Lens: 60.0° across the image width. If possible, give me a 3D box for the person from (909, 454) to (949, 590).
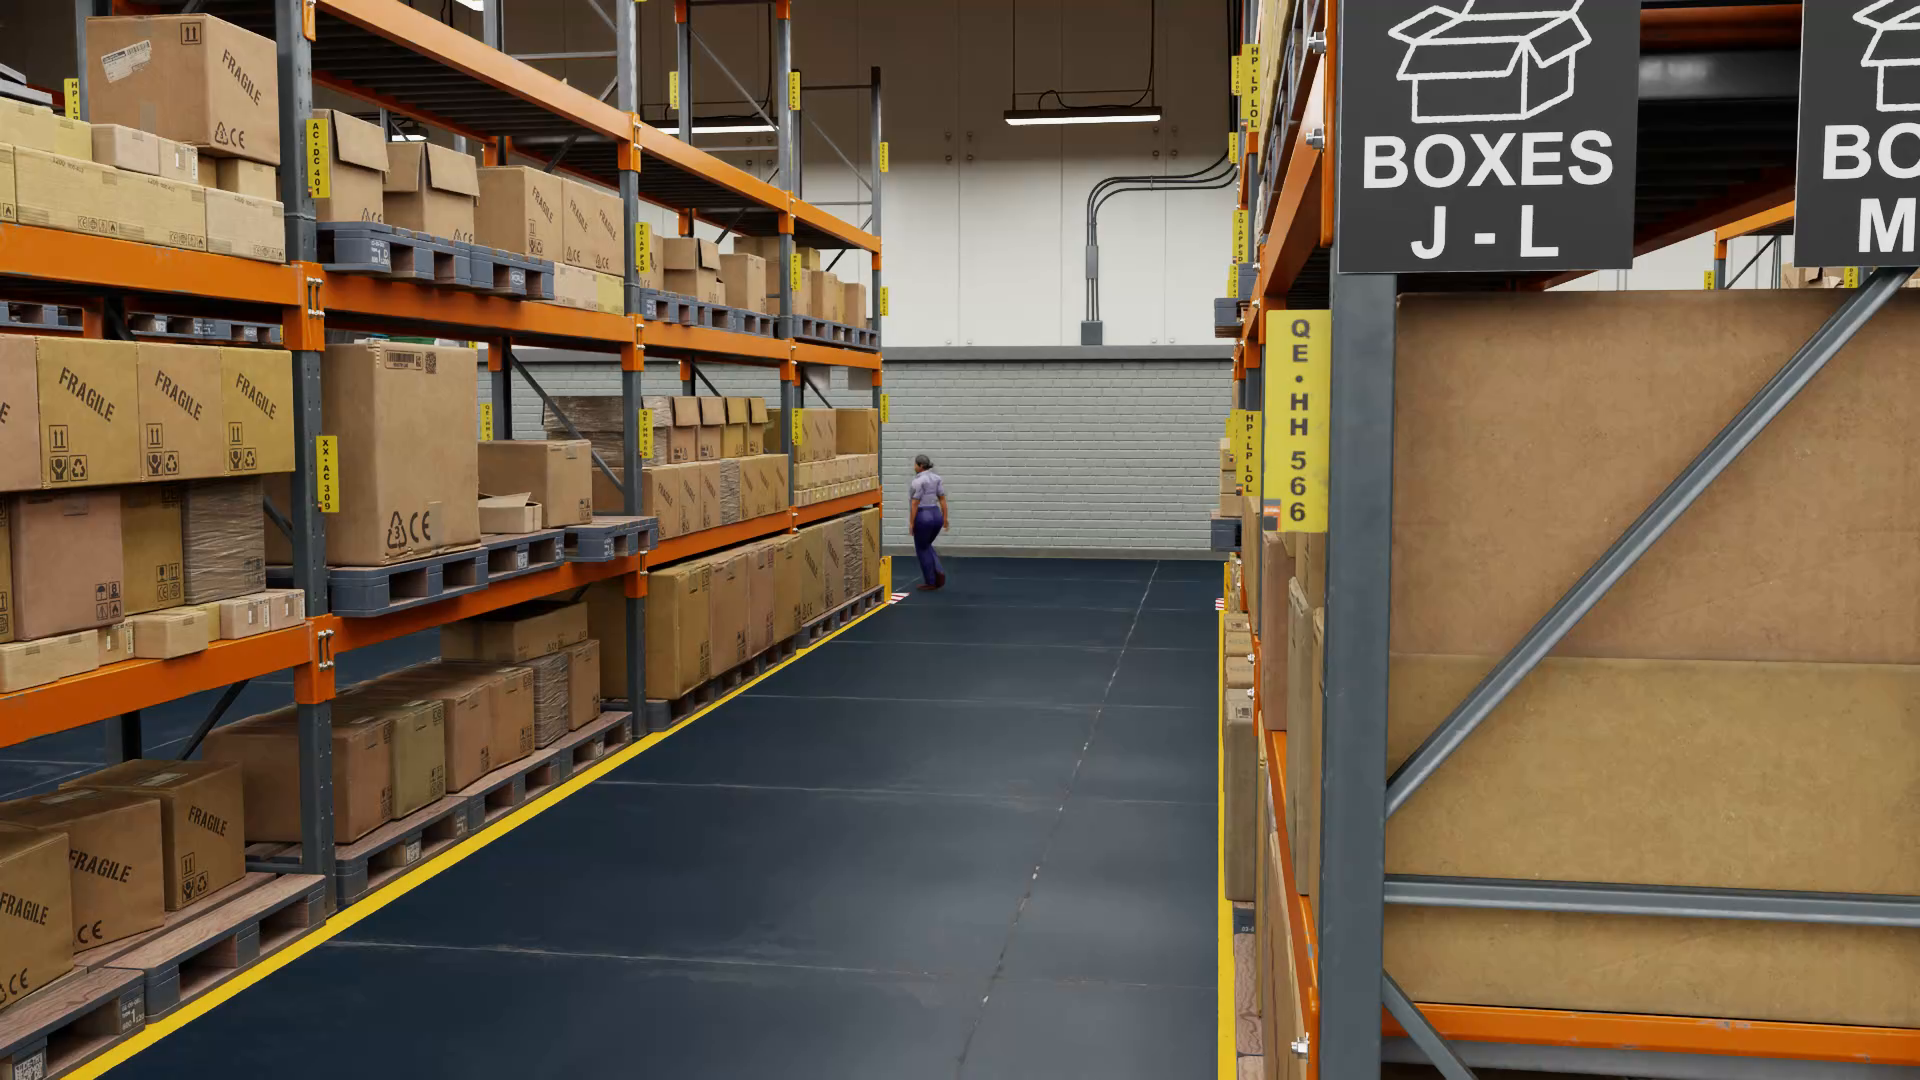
[{"bbox_3d":[-0.426,-0.212,20.045,0.447,1.650,0.582,4,6,41],"label":"person"}]
